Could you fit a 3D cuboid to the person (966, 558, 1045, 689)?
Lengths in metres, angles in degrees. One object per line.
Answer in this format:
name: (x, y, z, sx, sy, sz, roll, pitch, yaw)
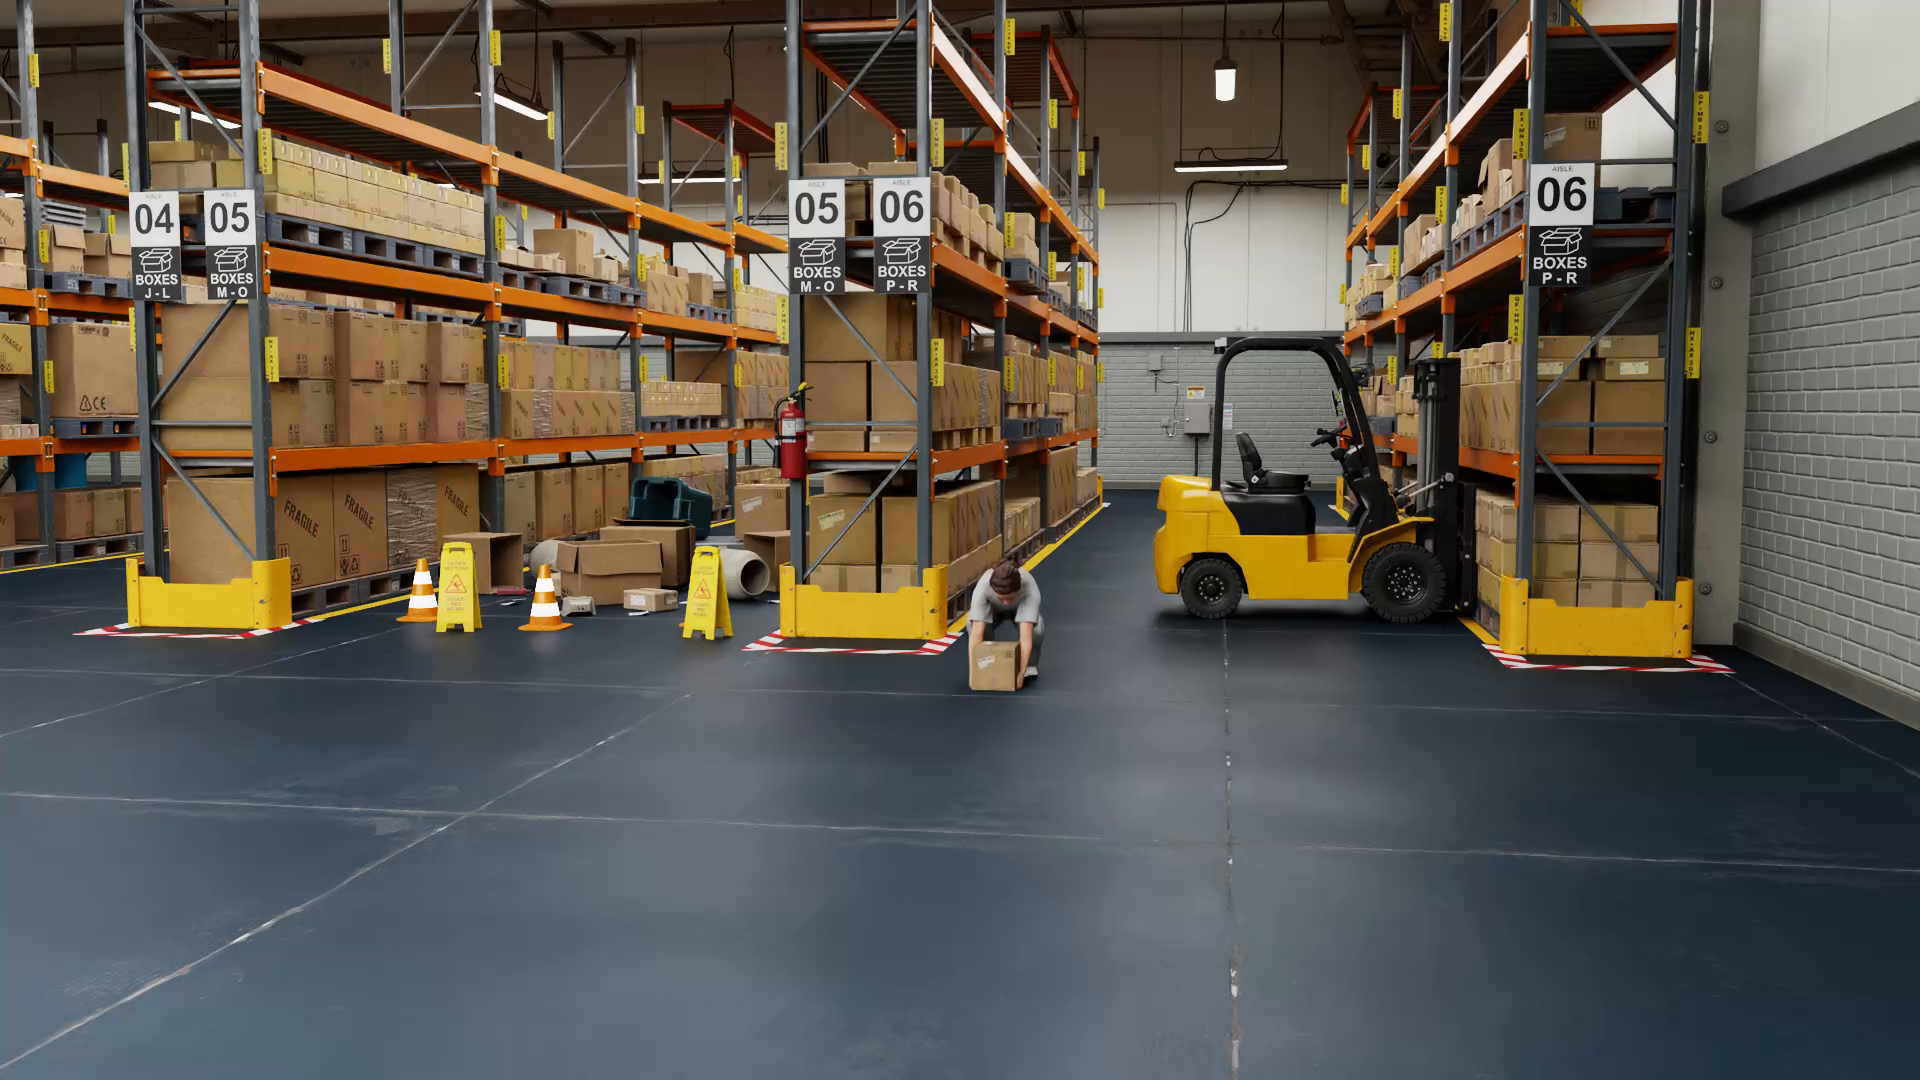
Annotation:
person: (0.282, 0.494, 9.943, 0.467, 0.813, 0.839, 1, 5, 8)
